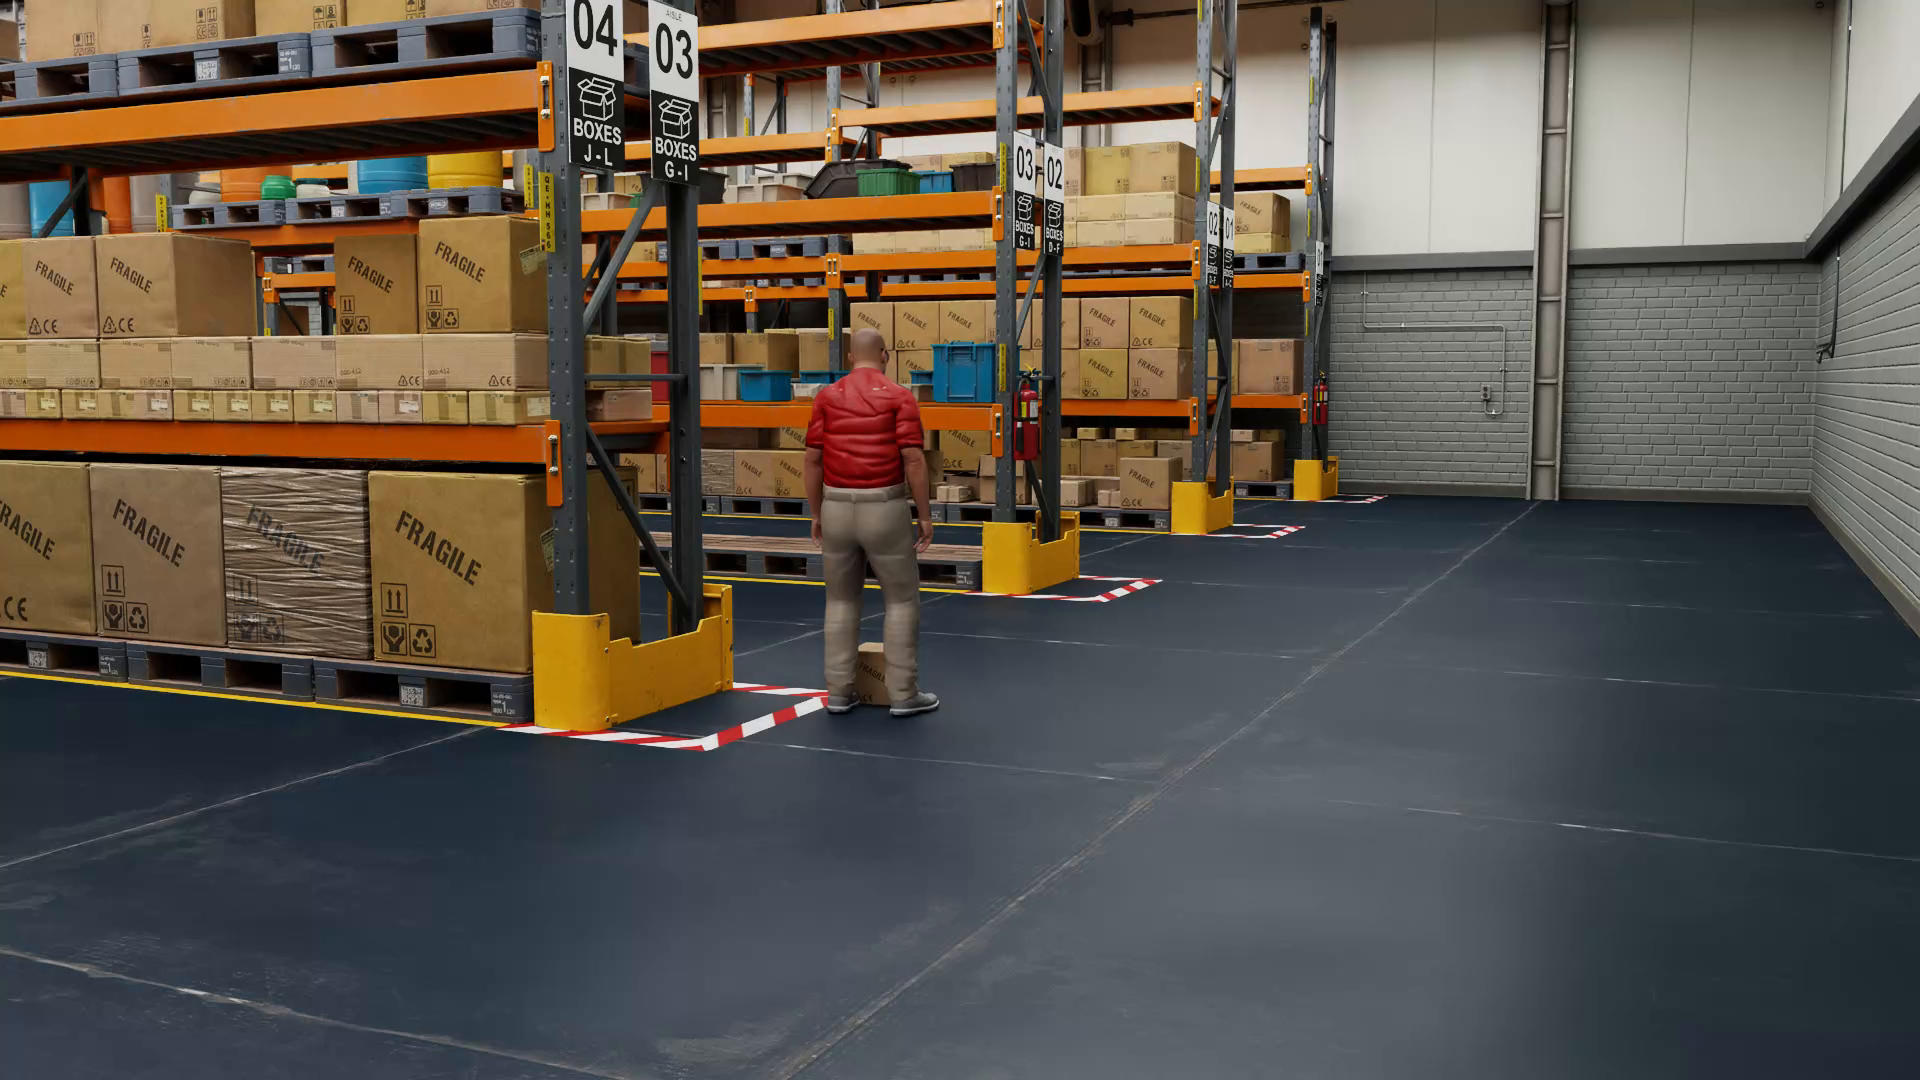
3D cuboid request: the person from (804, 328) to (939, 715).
[{"bbox_3d":[-0.408,-0.085,7.480,0.587,1.727,0.398,2,6,17],"label":"person"}]
